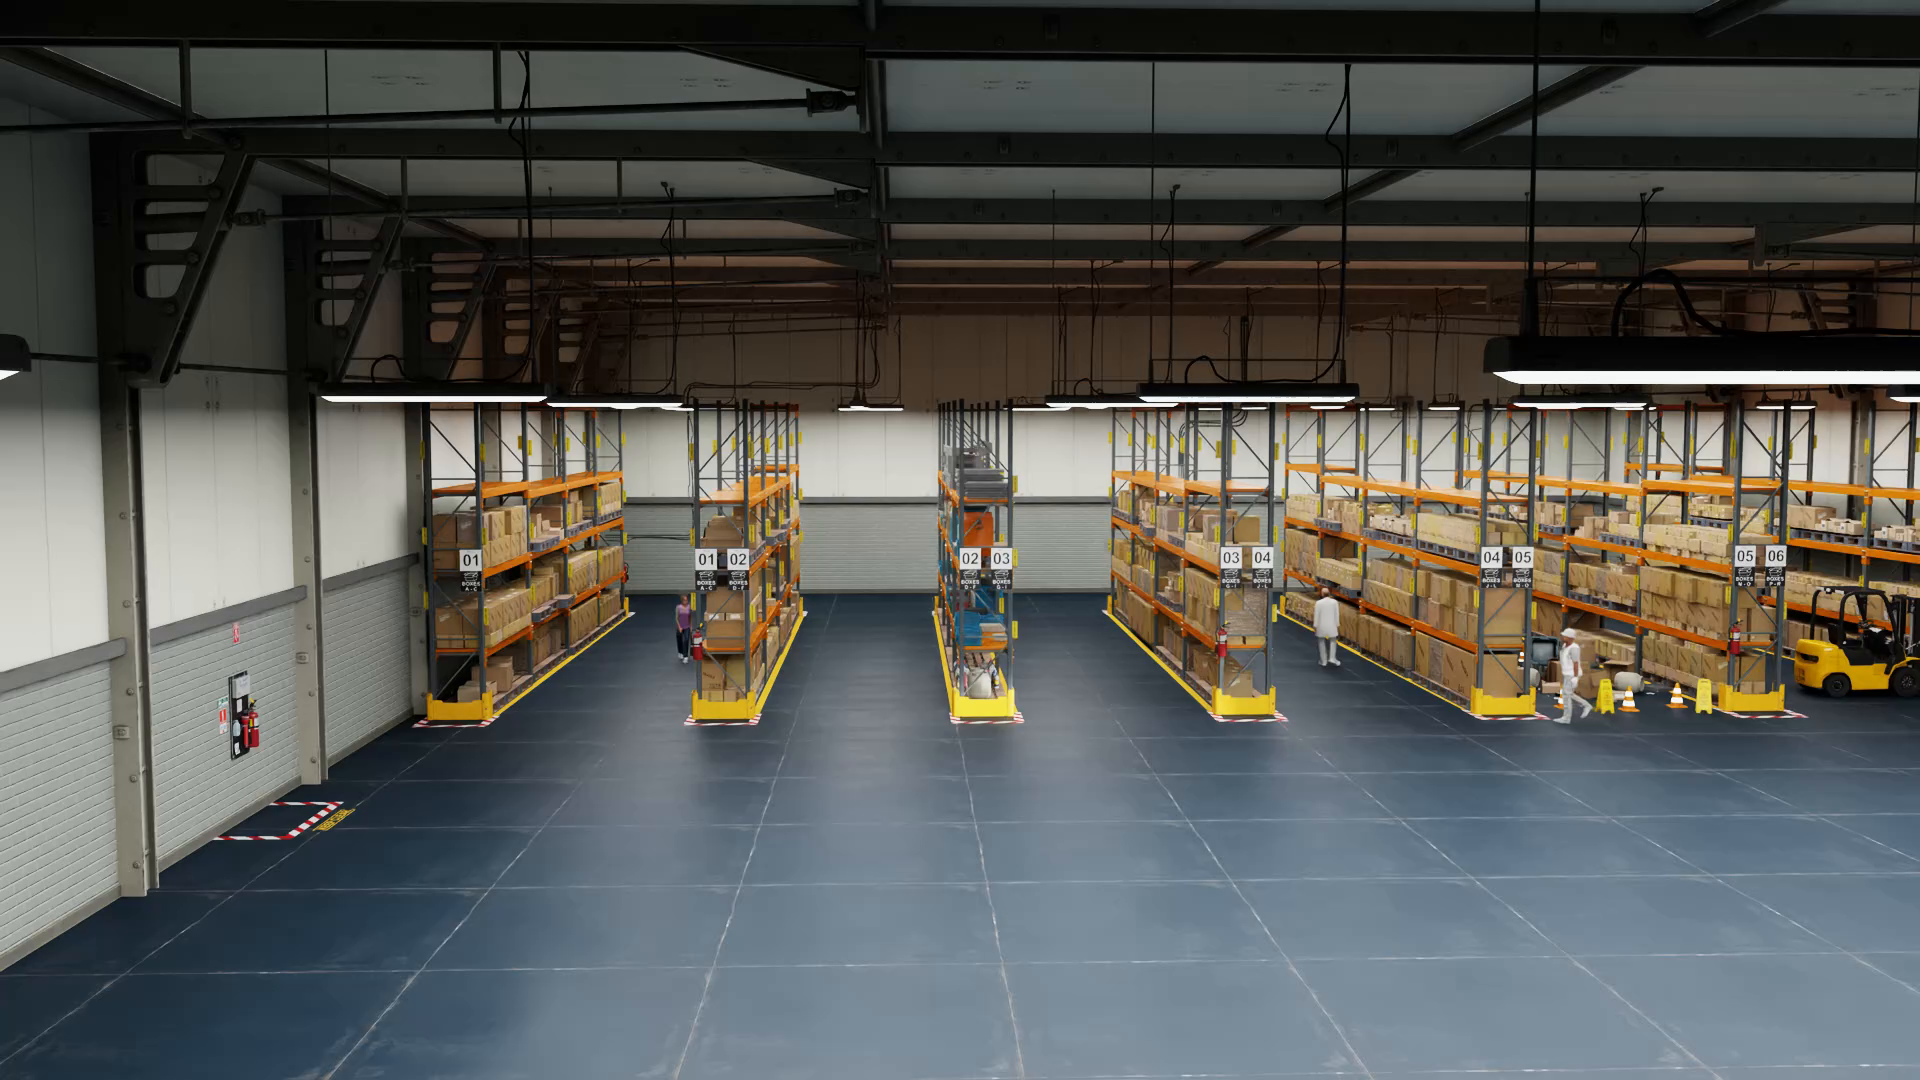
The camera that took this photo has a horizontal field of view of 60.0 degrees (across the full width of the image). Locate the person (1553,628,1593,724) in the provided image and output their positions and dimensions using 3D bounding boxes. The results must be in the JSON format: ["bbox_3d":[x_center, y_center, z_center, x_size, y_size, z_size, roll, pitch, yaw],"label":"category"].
[{"bbox_3d":[11.347,2.502,30.710,0.758,1.770,0.562,0,4,3],"label":"person"}]

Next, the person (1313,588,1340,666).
[{"bbox_3d":[8.321,1.974,37.764,0.614,1.775,0.613,0,4,-3],"label":"person"}]

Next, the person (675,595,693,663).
[{"bbox_3d":[-6.379,2.032,38.466,0.404,1.519,0.964,-1,4,-13],"label":"person"}]

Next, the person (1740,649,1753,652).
[{"bbox_3d":[16.963,2.209,36.001,0.526,1.577,0.703,0,4,-1],"label":"person"}]
